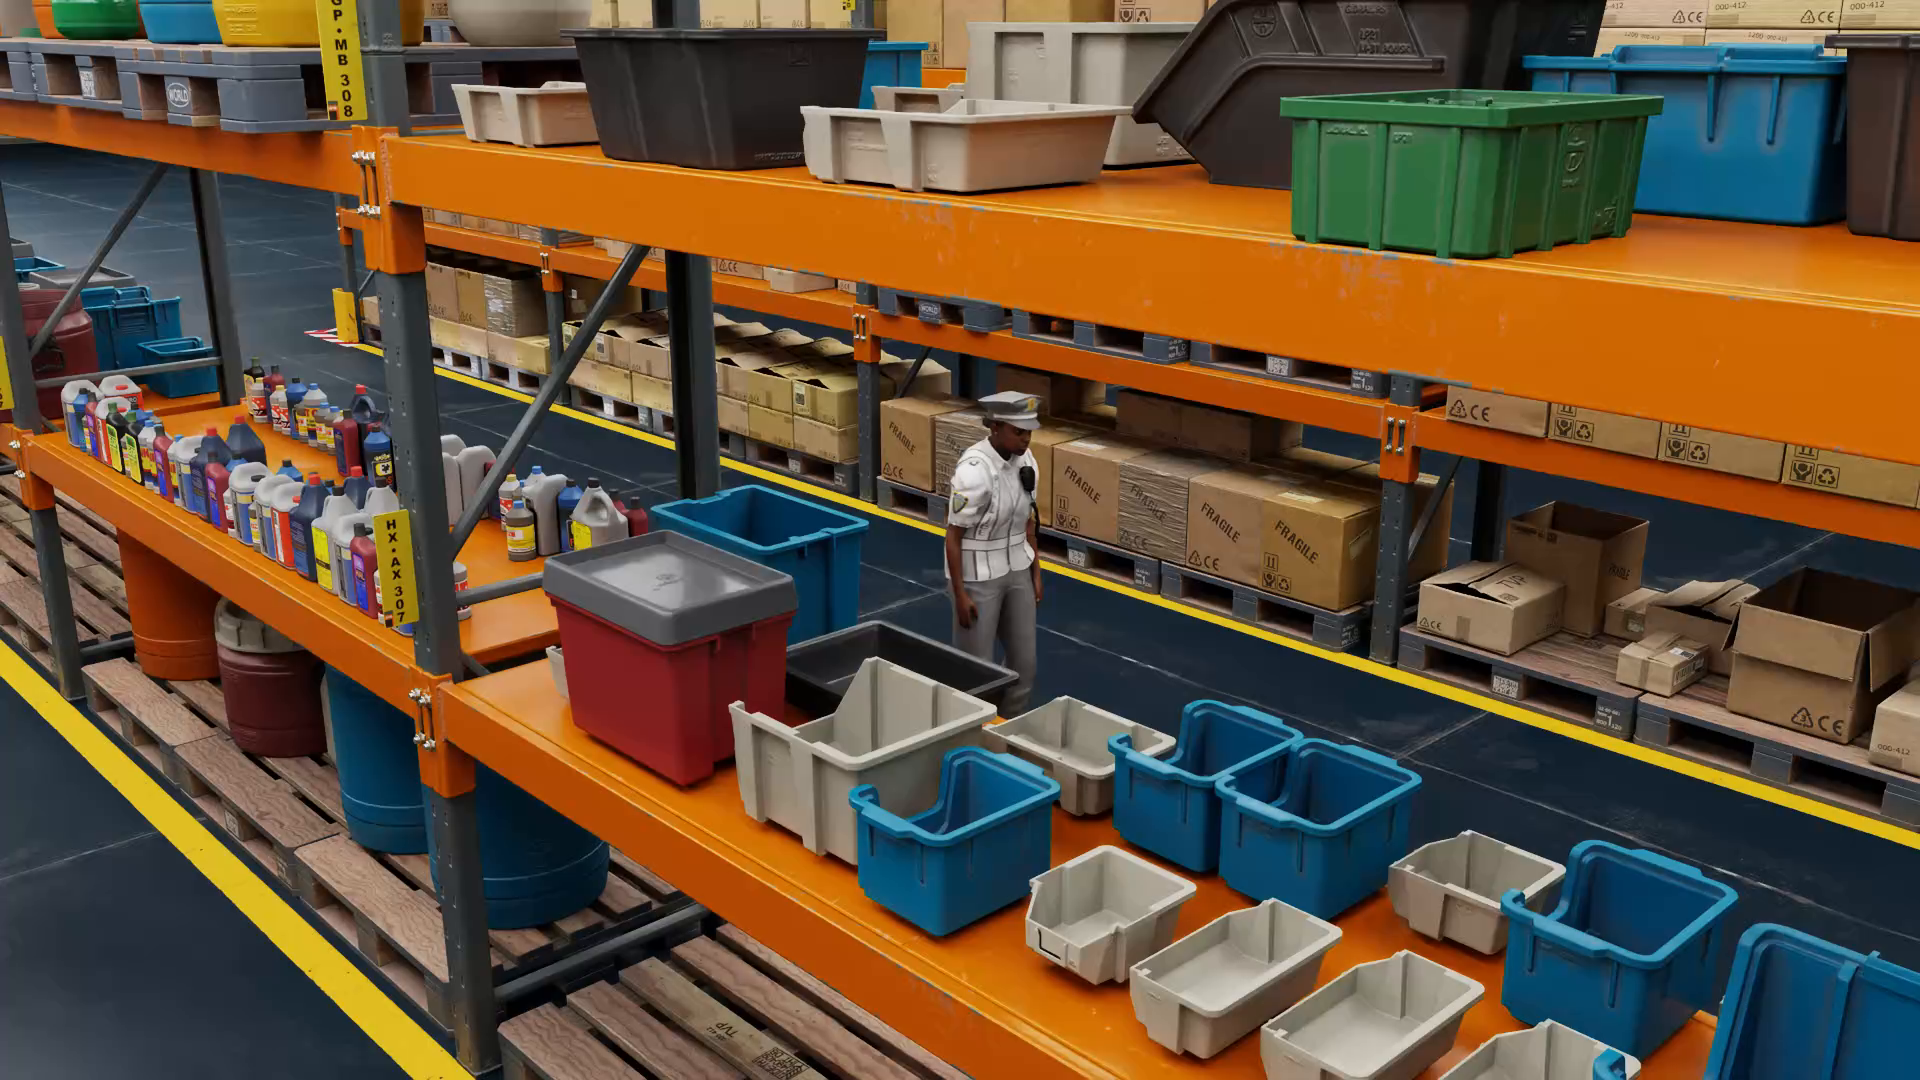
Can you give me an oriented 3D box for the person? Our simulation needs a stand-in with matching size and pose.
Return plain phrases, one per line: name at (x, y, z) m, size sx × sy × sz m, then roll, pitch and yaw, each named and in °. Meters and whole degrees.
person at (0.154, 0.189, 6.947) m, size 0.505 × 1.659 × 0.416 m, roll -16°, pitch 23°, yaw -41°
